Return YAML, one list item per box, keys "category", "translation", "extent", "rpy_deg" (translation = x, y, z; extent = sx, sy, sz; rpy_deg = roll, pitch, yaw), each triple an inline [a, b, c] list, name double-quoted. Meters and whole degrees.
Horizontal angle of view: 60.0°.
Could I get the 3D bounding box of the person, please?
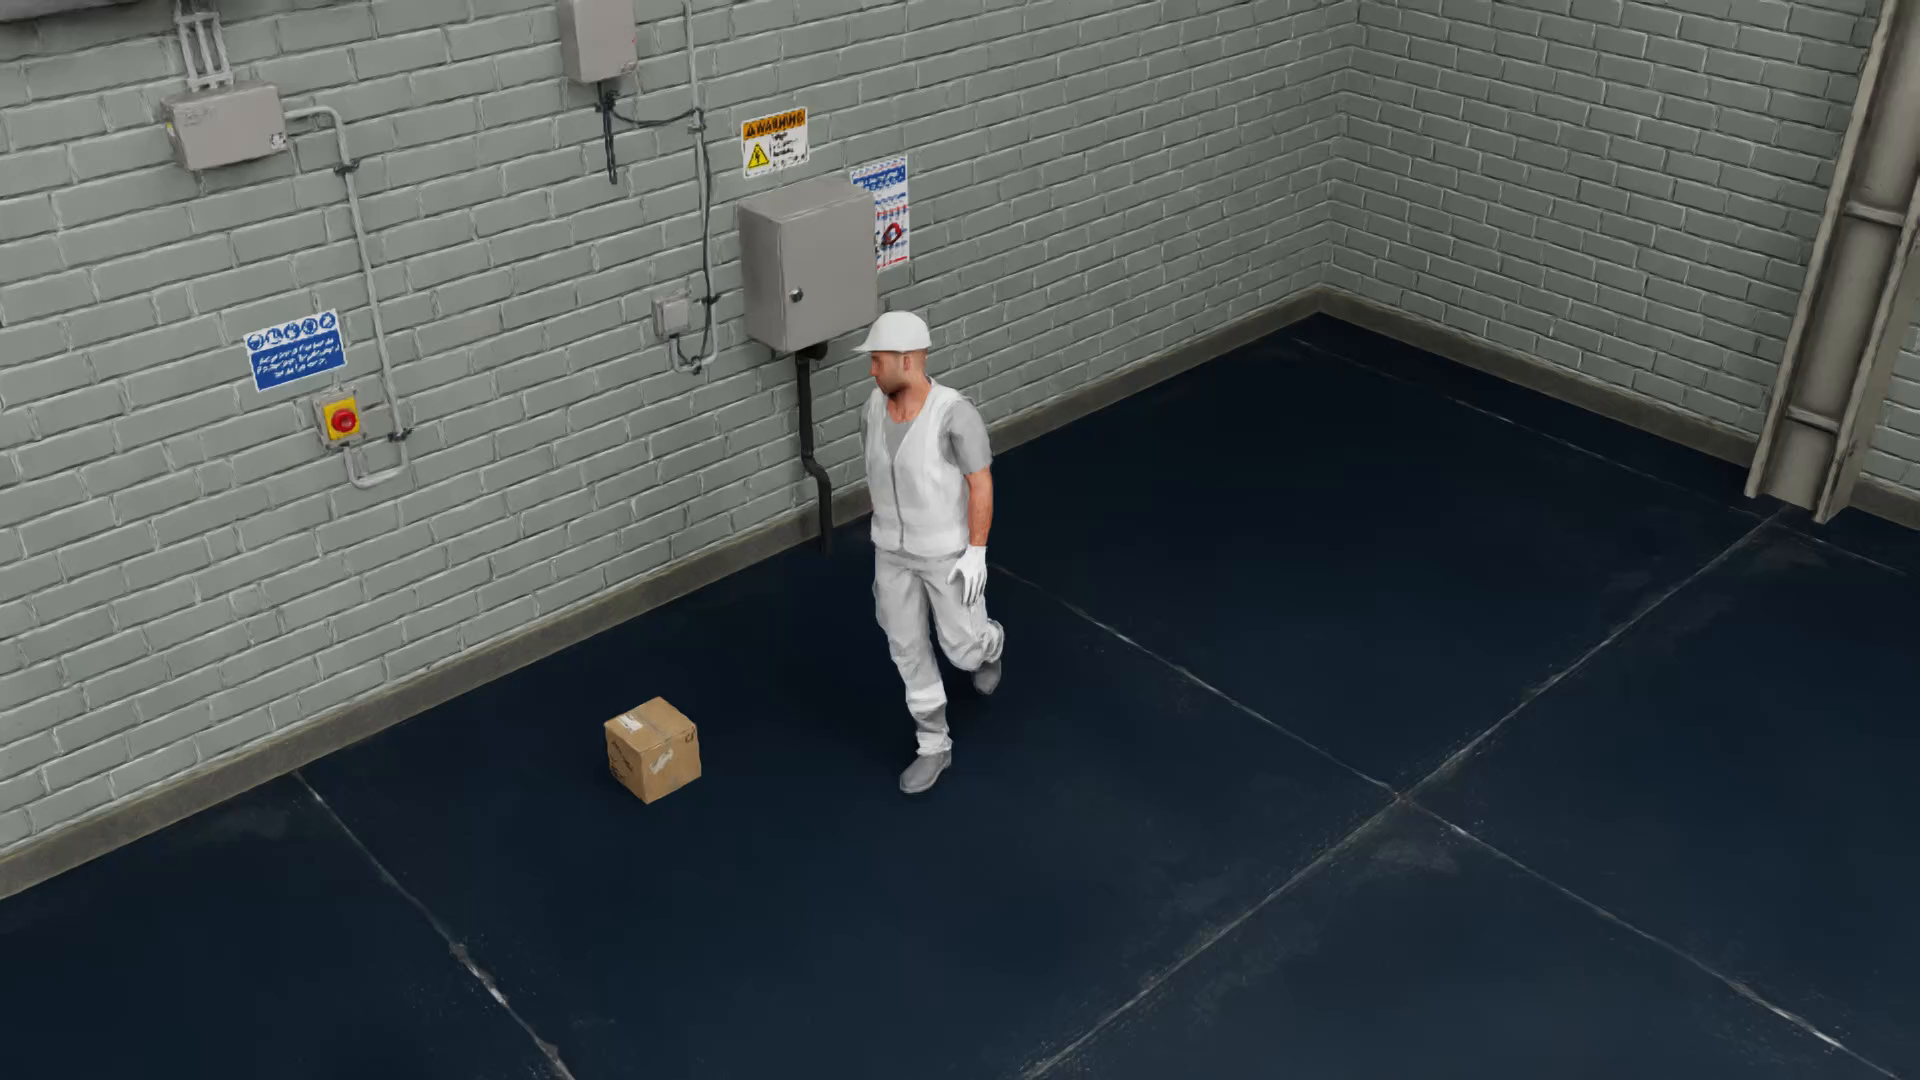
- category: "person"
  translation: [-0.132, 0.021, 6.130]
  extent: [0.616, 1.733, 0.775]
  rpy_deg: [16, 35, 25]
